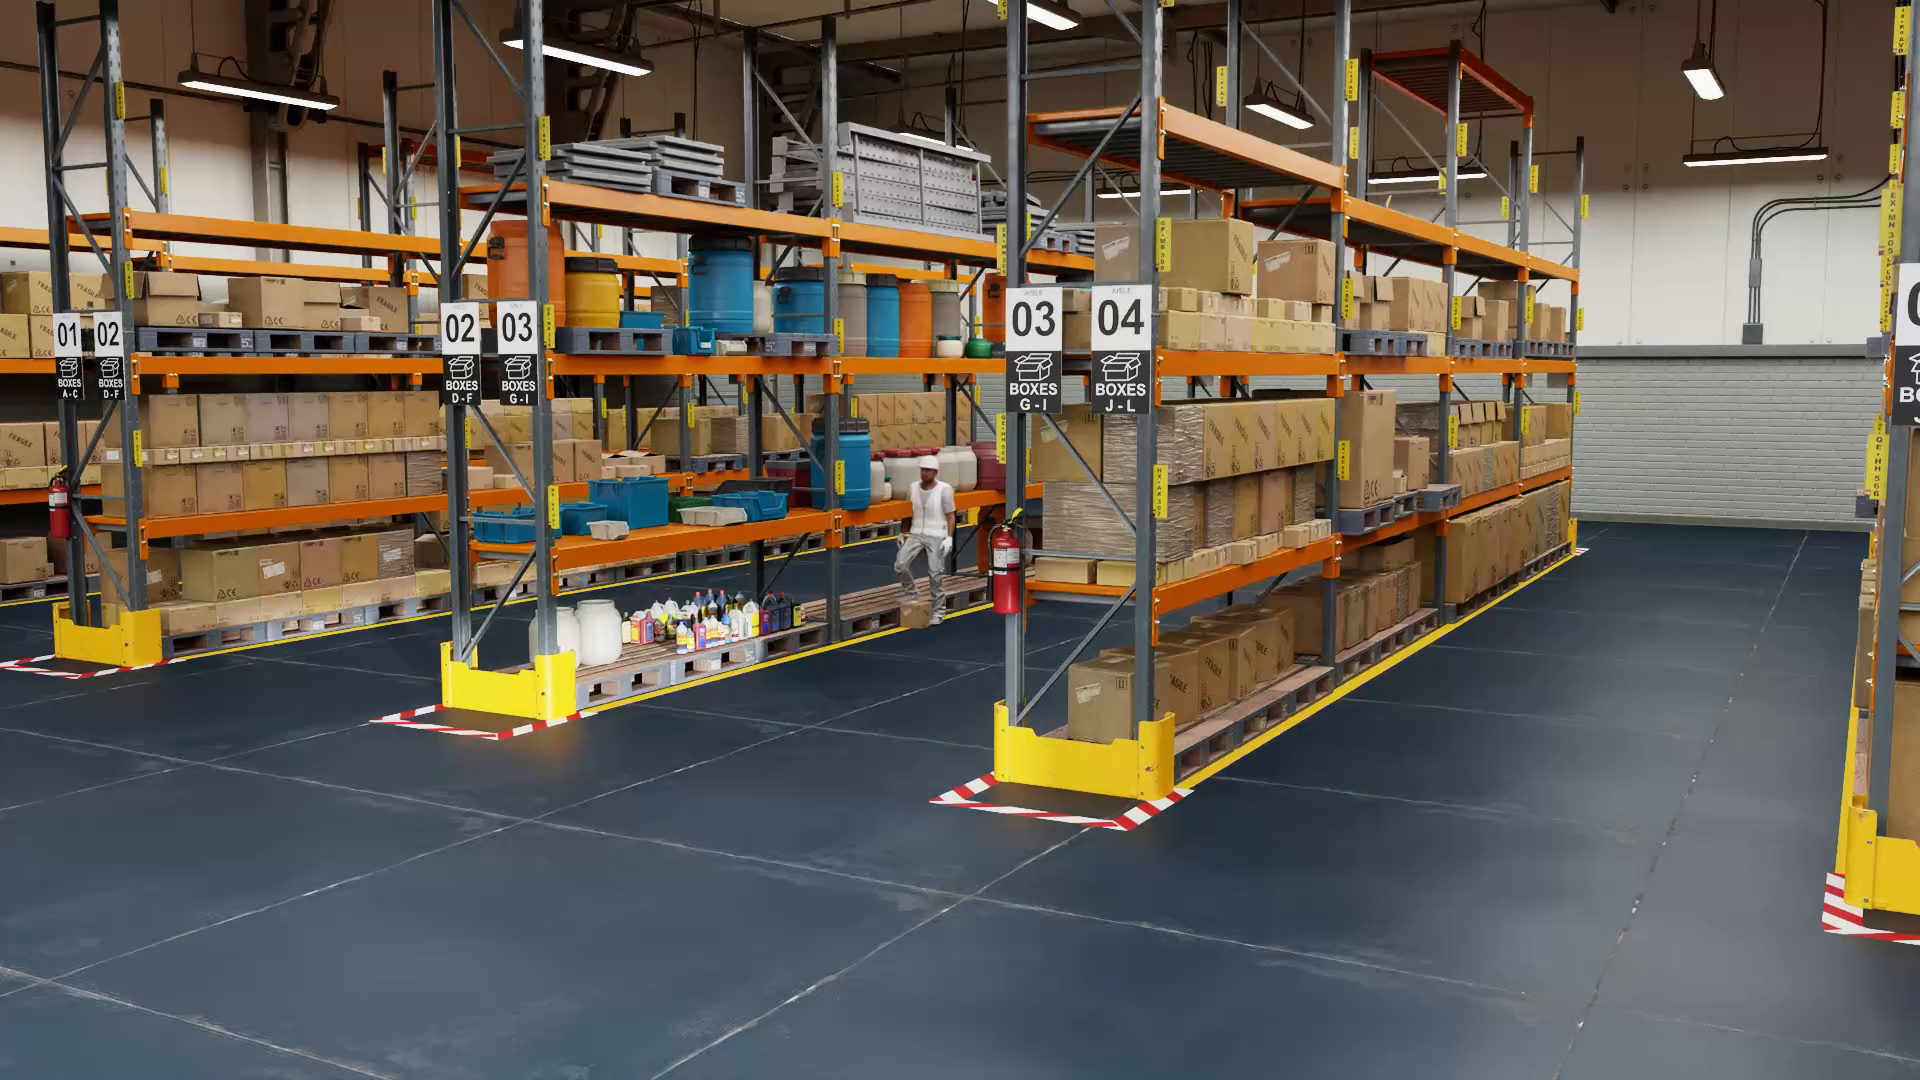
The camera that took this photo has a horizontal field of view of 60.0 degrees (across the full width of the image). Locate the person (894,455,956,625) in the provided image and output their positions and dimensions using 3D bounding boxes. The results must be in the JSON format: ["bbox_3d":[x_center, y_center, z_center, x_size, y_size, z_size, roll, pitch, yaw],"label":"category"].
[{"bbox_3d":[-0.363,0.003,17.528,0.629,1.785,0.520,3,7,26],"label":"person"}]
